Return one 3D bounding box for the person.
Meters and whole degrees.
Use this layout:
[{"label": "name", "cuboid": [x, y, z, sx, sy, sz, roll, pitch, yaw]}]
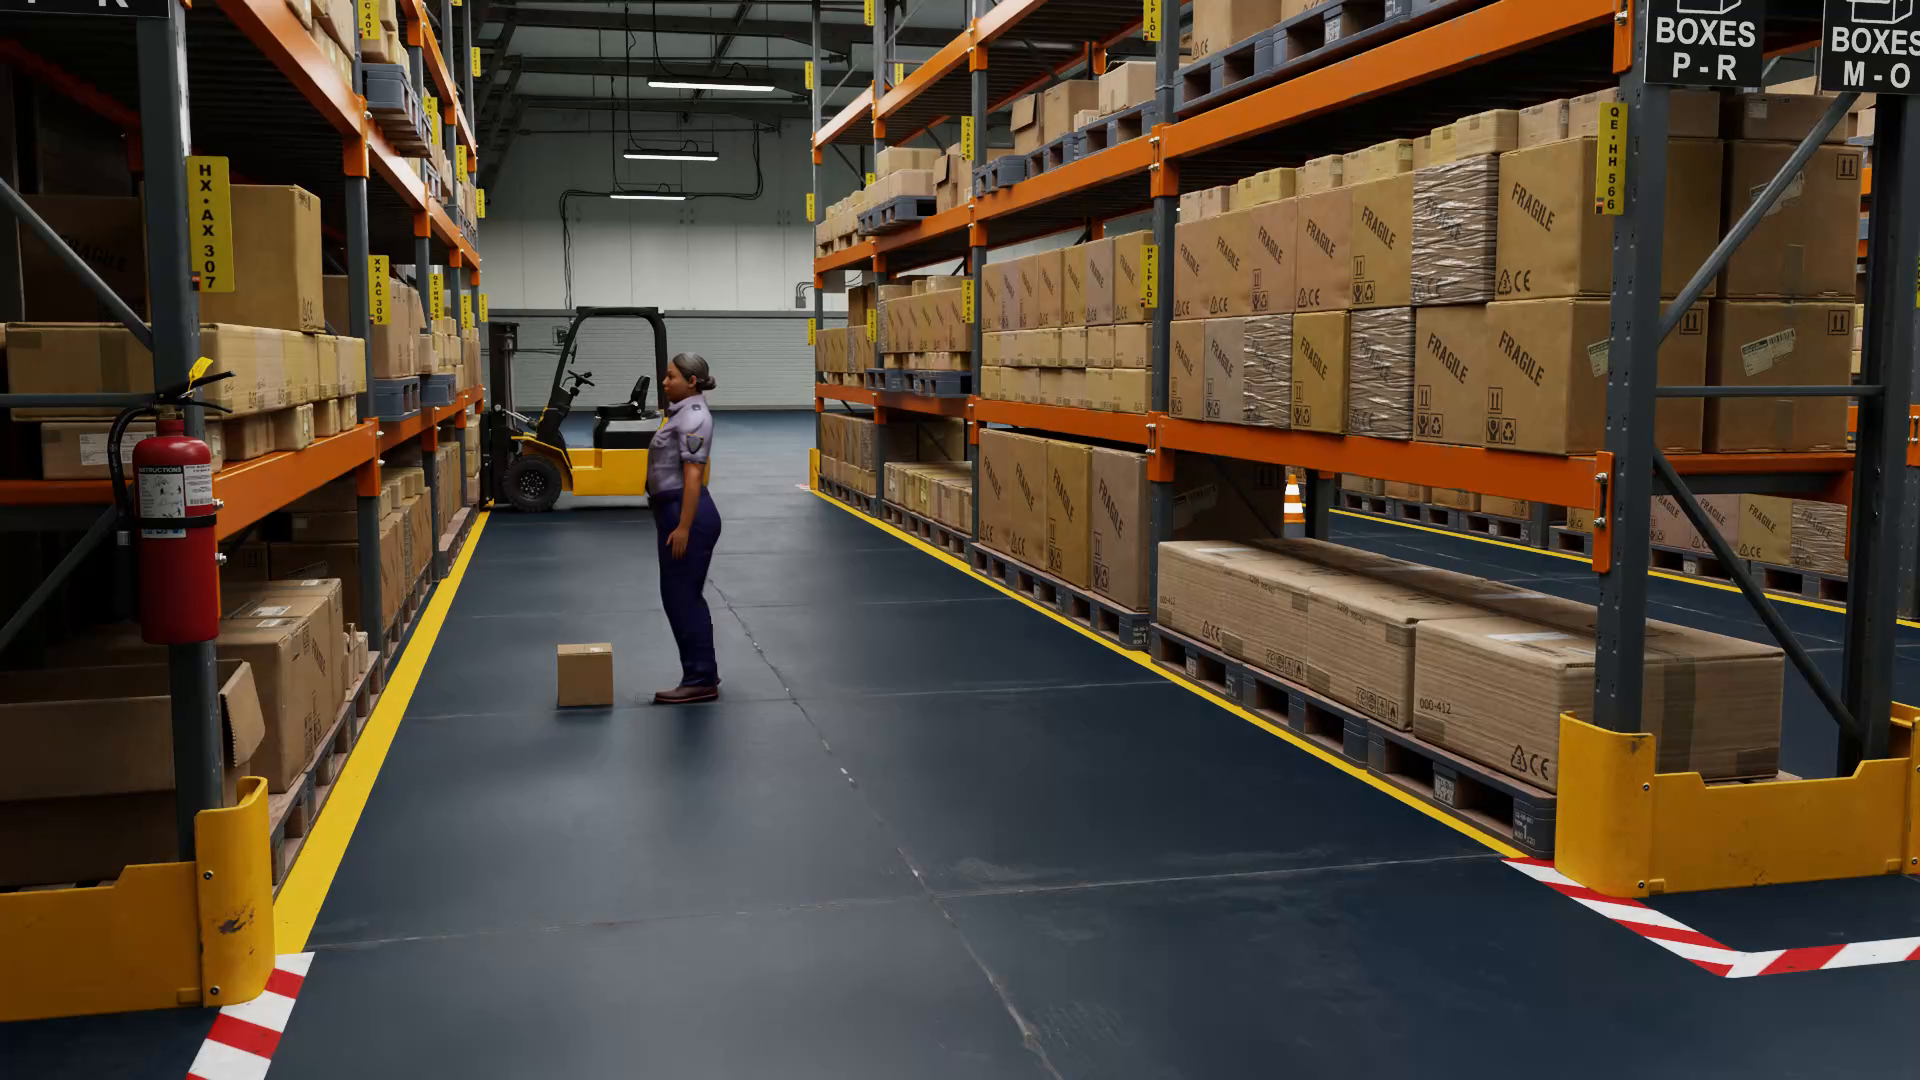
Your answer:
[{"label": "person", "cuboid": [-1.305, -0.045, 7.874, 0.344, 1.685, 0.467, -1, 6, -12]}]
